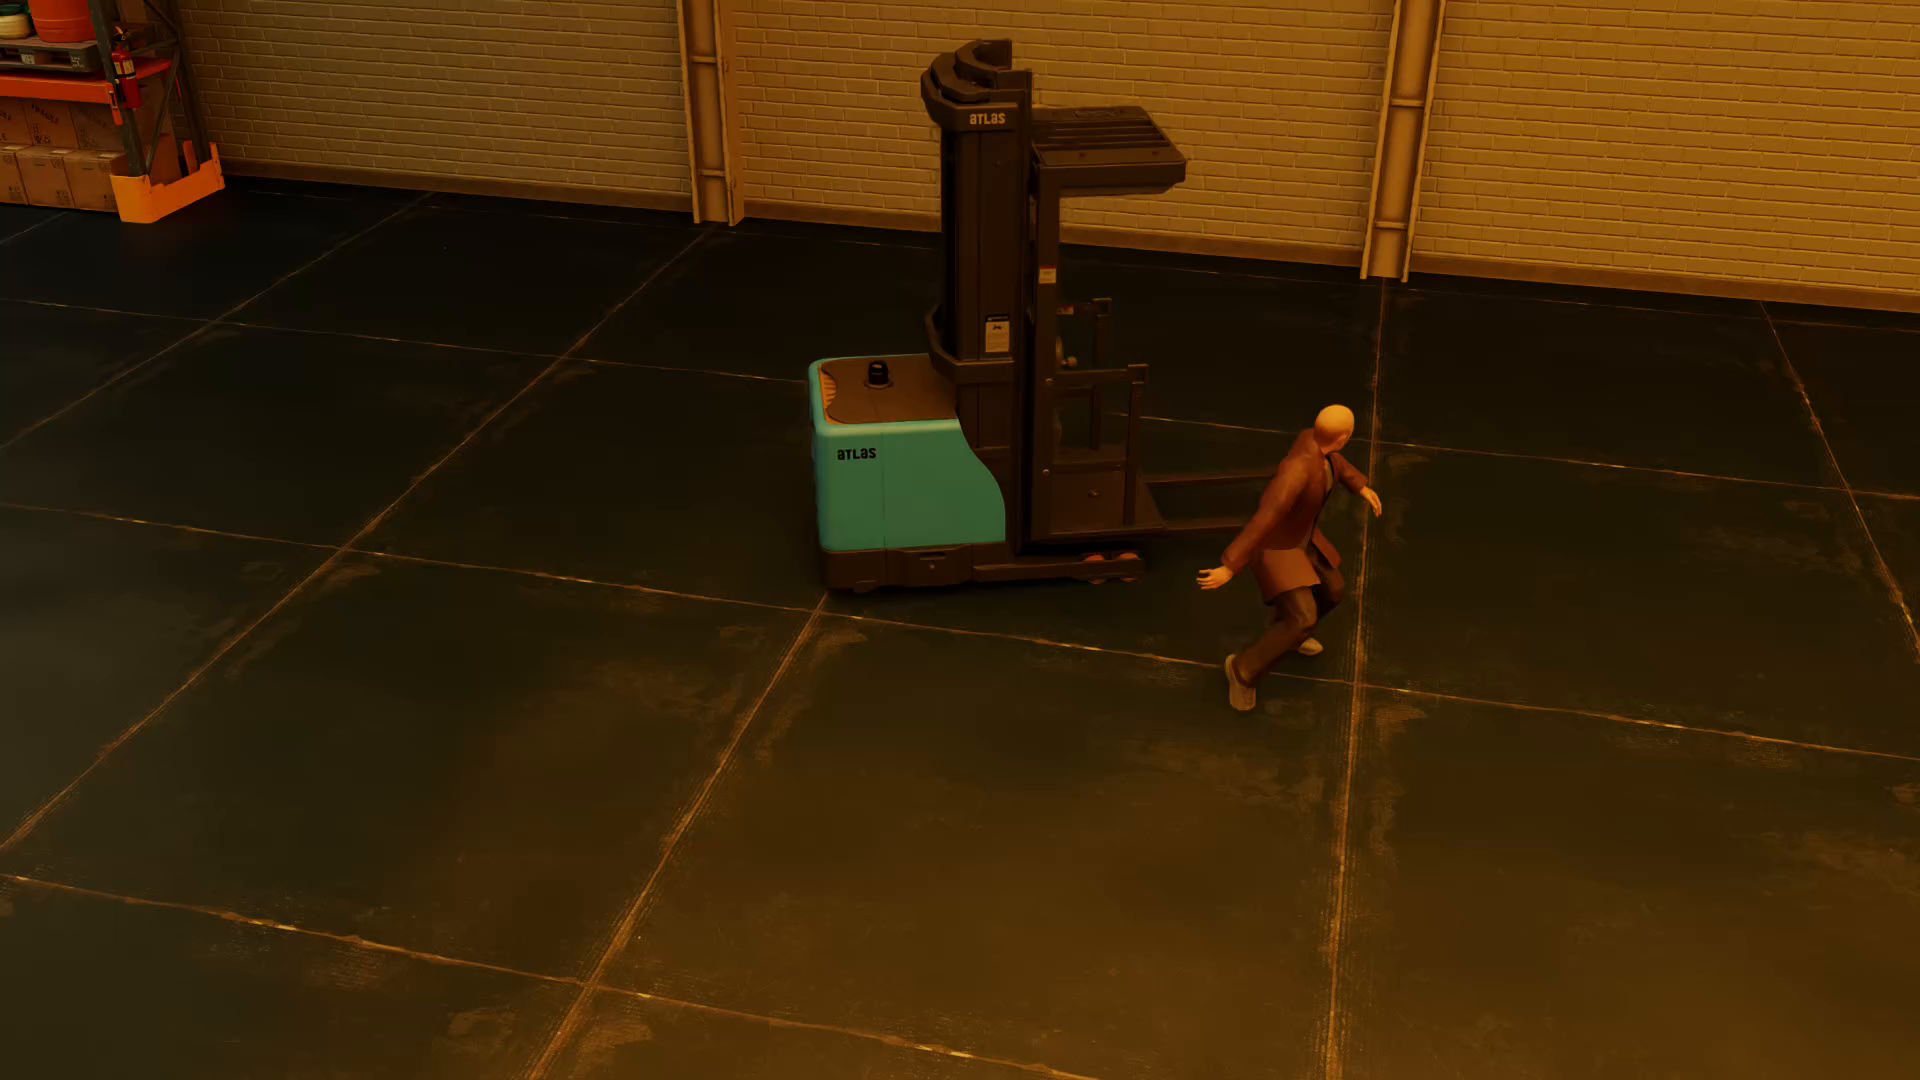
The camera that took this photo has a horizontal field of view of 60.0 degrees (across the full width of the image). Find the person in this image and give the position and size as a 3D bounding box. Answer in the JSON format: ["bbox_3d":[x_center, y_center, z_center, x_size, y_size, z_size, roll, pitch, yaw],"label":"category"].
[{"bbox_3d":[1.688,0.089,8.459,0.571,1.701,1.078,18,34,29],"label":"person"}]

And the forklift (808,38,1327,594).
[{"bbox_3d":[0.645,-1.276,9.422,3.031,2.935,1.130,-4,30,-6],"label":"forklift"}]
